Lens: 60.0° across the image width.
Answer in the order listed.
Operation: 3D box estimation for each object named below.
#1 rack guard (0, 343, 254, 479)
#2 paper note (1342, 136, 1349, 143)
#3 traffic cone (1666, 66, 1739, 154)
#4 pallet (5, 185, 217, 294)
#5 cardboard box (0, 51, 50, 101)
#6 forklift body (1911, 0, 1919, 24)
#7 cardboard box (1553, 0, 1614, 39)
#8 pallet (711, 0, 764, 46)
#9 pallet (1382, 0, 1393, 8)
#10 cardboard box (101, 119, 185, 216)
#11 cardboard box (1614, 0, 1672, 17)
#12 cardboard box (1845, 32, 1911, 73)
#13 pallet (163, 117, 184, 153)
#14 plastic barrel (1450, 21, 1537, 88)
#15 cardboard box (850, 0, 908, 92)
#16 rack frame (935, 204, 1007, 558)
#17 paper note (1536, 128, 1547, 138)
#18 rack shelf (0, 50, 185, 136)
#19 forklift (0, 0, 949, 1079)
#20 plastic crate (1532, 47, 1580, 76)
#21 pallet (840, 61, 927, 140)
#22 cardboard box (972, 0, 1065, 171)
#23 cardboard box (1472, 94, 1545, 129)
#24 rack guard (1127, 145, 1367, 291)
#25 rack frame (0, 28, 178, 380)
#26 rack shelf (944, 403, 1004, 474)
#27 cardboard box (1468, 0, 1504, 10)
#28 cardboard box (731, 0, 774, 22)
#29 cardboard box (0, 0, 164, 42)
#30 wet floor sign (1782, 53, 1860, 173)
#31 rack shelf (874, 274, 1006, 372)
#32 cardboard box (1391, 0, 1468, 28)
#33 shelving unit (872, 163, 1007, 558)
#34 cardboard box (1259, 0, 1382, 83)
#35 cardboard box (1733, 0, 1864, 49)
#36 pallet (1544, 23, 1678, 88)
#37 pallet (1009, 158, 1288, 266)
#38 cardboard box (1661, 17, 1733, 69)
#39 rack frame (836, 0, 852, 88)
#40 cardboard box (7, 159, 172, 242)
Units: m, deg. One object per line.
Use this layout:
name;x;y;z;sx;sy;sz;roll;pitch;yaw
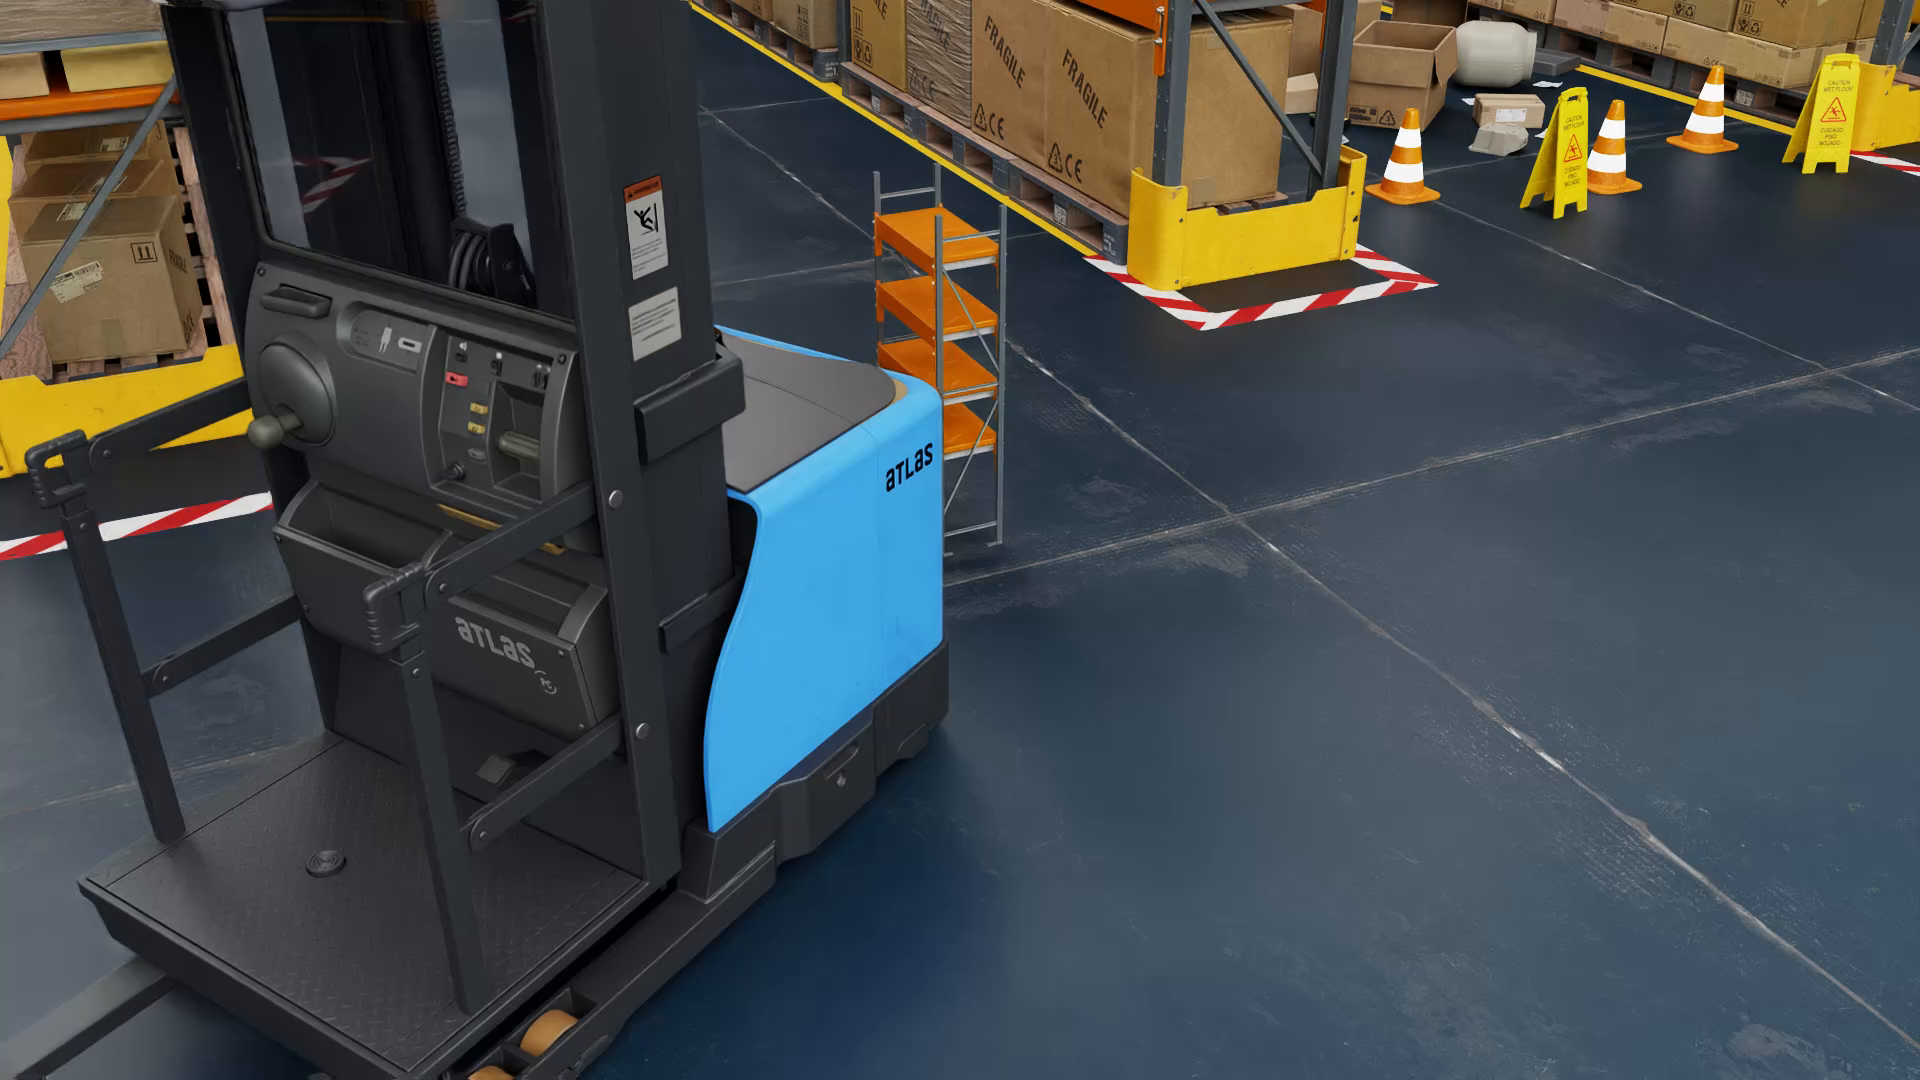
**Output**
rack guard;-3.178;-0.627;6.356;1.175;0.500;0.348;-13;32;-22
paper note;2.256;-2.415;10.027;0.144;0.017;0.142;-3;29;-5
traffic cone;4.455;-2.577;9.872;0.336;0.463;0.334;-13;32;-22
pallet;-4.015;-1.405;8.040;1.003;0.211;1.213;-13;32;-22
cardboard box;-3.454;-1.656;5.894;0.380;0.149;0.250;-13;32;-22
forklift body;7.825;-4.892;12.276;2.313;2.155;1.214;-13;32;-22
cardboard box;4.567;-3.730;11.717;0.500;0.250;0.500;-14;32;-23
pallet;-1.267;-4.095;12.838;1.003;0.211;1.213;-13;32;-22
pallet;3.752;-4.658;13.842;1.003;0.211;1.213;-13;32;-22
cardboard box;-4.137;-1.849;8.107;0.500;0.500;0.500;-16;33;-26
cardboard box;4.788;-3.828;11.126;0.500;0.500;0.500;-14;32;-23
cardboard box;5.708;-3.162;10.705;0.500;0.250;0.500;-13;32;-22
pallet;-5.198;-2.578;10.131;1.003;0.211;1.213;-13;32;-22
plastic barrel;3.551;-3.235;11.086;0.512;0.421;0.421;7;30;13
cardboard box;-0.133;-3.411;10.509;0.875;0.875;0.875;-13;32;-21
rack frame;0.034;-0.489;5.395;0.240;1.200;0.015;-13;32;-22
paper note;3.601;-2.469;10.121;0.142;0.019;0.148;26;38;38
rack shelf;-4.004;-2.253;7.436;1.077;0.370;4.000;-13;32;-22
forklift;-1.250;-0.268;3.232;1.130;2.935;3.031;17;34;28
plastic crate;4.021;-3.392;11.717;0.583;0.080;0.402;26;38;38
pallet;-0.084;-2.878;10.667;1.003;0.211;1.213;-13;32;-22
cardboard box;0.647;-2.610;9.081;0.875;0.875;0.875;-14;32;-23
cardboard box;3.418;-2.675;10.369;0.380;0.149;0.250;2;29;4
rack guard;1.388;-1.579;8.055;1.175;0.500;0.348;-13;32;-22
rack frame;-3.145;-1.683;5.685;1.000;3.000;0.127;-13;32;-22
rack shelf;-0.071;-0.365;5.717;0.258;0.148;0.480;-13;32;-22
cardboard box;4.097;-4.198;12.551;0.500;0.250;0.500;-15;32;-24
cardboard box;-1.098;-4.331;12.278;1.050;0.750;0.750;-13;32;-22
cardboard box;-3.357;-2.105;6.031;0.875;0.500;0.500;-13;32;-22
wet floor sign;4.920;-2.429;9.421;0.267;0.644;0.232;-3;29;-5
rack shelf;-0.071;-0.733;5.510;0.258;0.148;0.480;-13;32;-22
cardboard box;3.319;-3.683;11.804;0.500;0.500;0.500;7;30;13
shelving unit;-0.071;-0.596;5.587;0.258;1.200;0.503;-13;32;-22
cardboard box;2.355;-3.390;11.142;0.797;0.637;0.503;-13;32;-22
cardboard box;5.225;-3.374;10.316;0.500;0.500;0.500;-13;32;-22
pallet;4.936;-3.486;11.751;1.003;0.211;1.213;-13;32;-22
pallet;0.964;-1.801;8.745;1.003;0.211;1.213;-13;32;-22
cardboard box;5.000;-3.279;10.913;0.500;0.250;0.500;-13;32;-22
rack frame;-0.340;-4.447;10.614;1.000;3.000;0.127;-13;32;-22
cardboard box;-3.686;-1.312;7.150;0.500;0.500;0.500;-5;30;-9
